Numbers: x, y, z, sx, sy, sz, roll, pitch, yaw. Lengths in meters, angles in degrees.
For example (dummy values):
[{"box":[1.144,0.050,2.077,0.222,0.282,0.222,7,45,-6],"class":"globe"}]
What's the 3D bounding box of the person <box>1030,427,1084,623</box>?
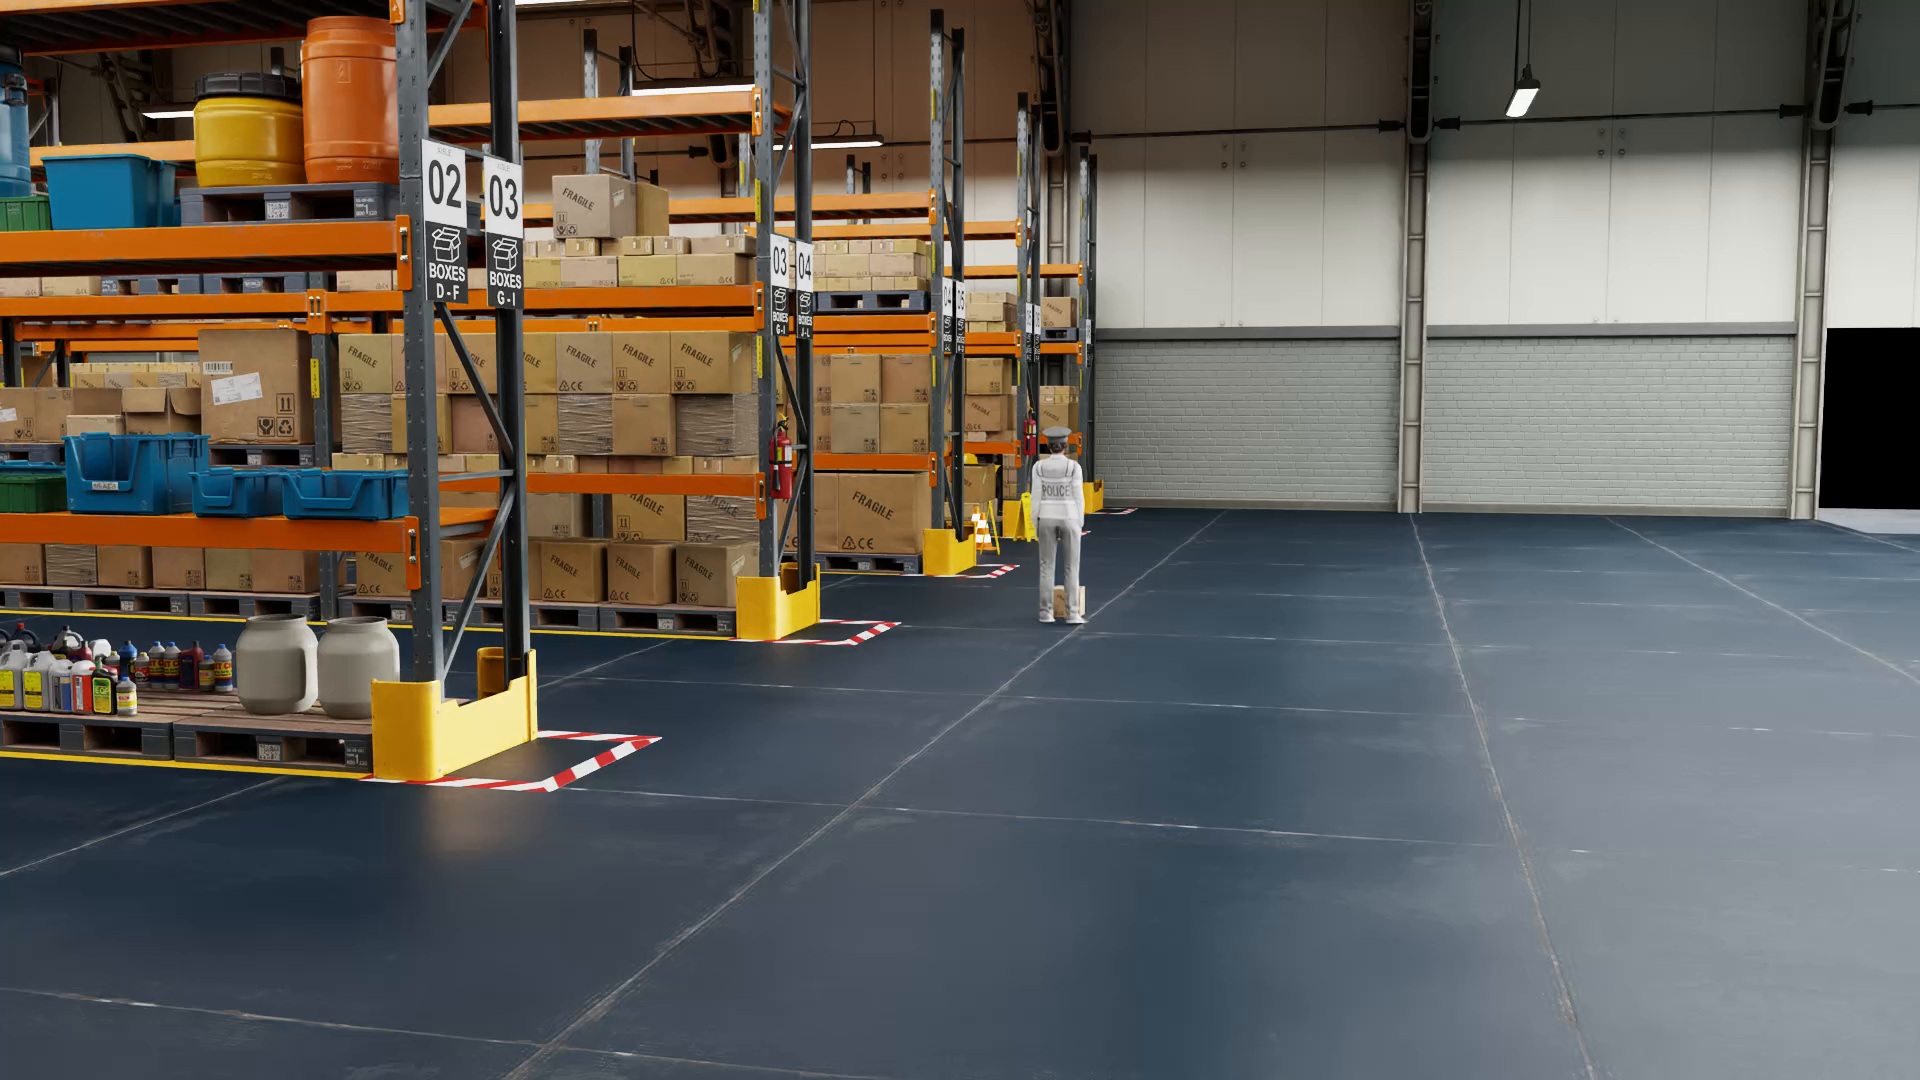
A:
[{"box":[0.832,-0.122,14.167,0.467,1.683,0.337,1,5,15],"class":"person"}]
